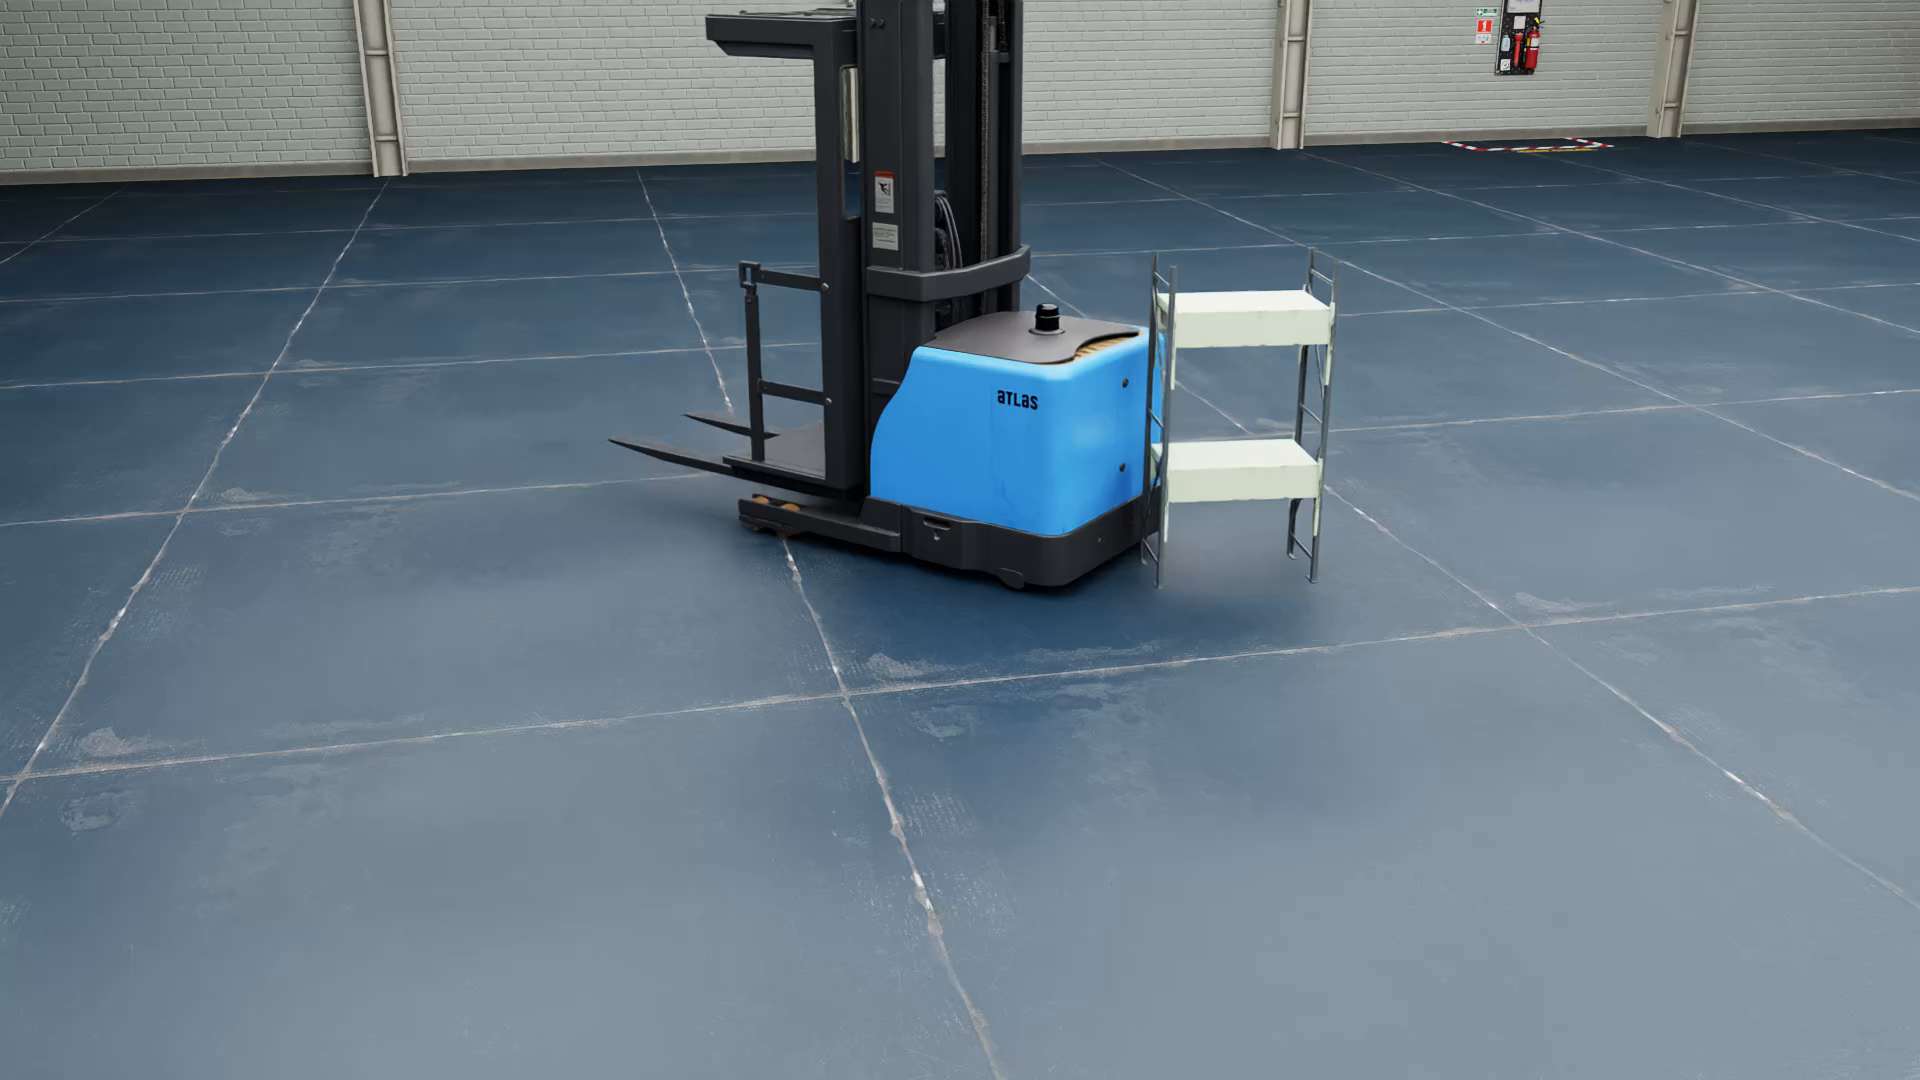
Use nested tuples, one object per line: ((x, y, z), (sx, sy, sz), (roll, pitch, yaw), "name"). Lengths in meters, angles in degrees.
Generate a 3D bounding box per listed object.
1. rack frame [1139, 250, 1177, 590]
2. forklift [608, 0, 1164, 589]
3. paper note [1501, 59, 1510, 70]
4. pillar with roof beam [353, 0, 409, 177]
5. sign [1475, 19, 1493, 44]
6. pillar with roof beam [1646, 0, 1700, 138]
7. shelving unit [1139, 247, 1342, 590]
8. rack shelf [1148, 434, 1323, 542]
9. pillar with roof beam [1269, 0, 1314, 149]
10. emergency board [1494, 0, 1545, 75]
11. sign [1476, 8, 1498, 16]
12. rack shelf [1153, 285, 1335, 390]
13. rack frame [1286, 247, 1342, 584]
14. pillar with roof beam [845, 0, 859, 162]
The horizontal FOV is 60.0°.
((0.902, -0.541, 7.611), (0.023, 1.500, 0.400), (-2, 20, -6), "rack frame")
((-0.513, -1.526, 8.220), (3.031, 2.935, 1.130), (13, 24, 32), "forklift")
((7.815, -6.808, 23.818), (0.142, 0.148, 0.016), (-5, 21, -12), "paper note")
((-6.110, -7.346, 15.286), (0.400, 9.000, 9.100), (-5, 21, -12), "pillar with roof beam")
((7.441, -7.220, 23.611), (0.234, 0.329, 0.001), (-5, 21, -12), "sign")
((11.407, -8.771, 19.175), (0.400, 9.000, 9.100), (-5, 21, -12), "pillar with roof beam")
((1.266, -0.555, 7.650), (0.755, 1.500, 0.431), (-2, 20, -6), "shelving unit")
((1.266, -0.249, 7.762), (0.720, 0.370, 0.431), (-2, 20, -6), "rack shelf")
((5.568, -8.296, 17.879), (0.400, 9.000, 9.100), (-5, 21, -12), "pillar with roof beam")
((8.003, -7.212, 23.642), (0.643, 1.169, 0.194), (-5, 21, -12), "emergency board")
((7.448, -7.466, 23.512), (0.331, 0.109, 0.001), (-5, 21, -12), "sign")
((1.266, -0.922, 7.516), (0.720, 0.370, 0.431), (-2, 20, -6), "rack shelf")
((1.630, -0.570, 7.689), (0.023, 1.500, 0.400), (-2, 20, -6), "rack frame")
((-0.271, -7.821, 16.583), (0.400, 9.000, 9.100), (-5, 21, -12), "pillar with roof beam")
